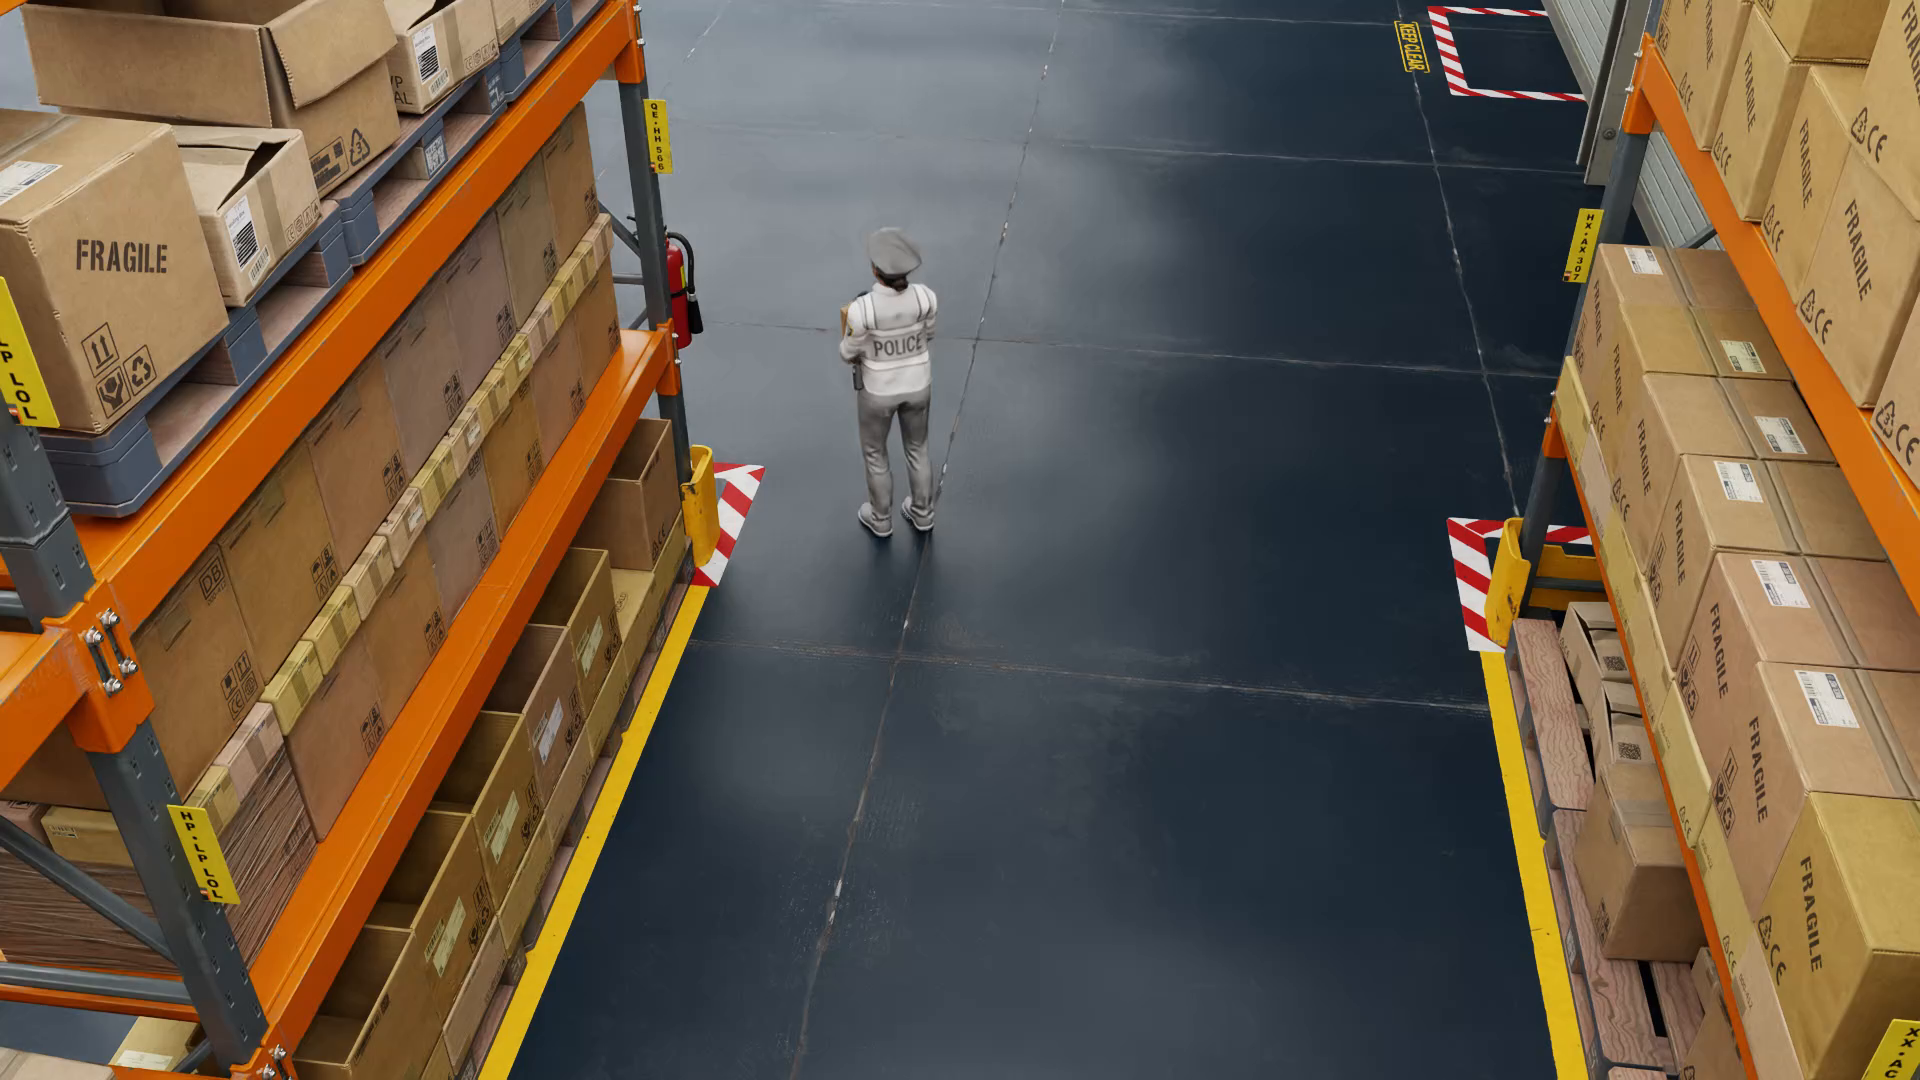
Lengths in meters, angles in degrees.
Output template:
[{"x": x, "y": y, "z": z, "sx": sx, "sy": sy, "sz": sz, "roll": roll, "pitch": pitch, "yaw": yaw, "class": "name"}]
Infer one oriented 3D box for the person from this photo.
[{"x": -0.350, "y": -0.772, "z": 8.059, "sx": 0.467, "sy": 1.695, "sz": 0.554, "roll": -14, "pitch": 38, "yaw": -18, "class": "person"}]
